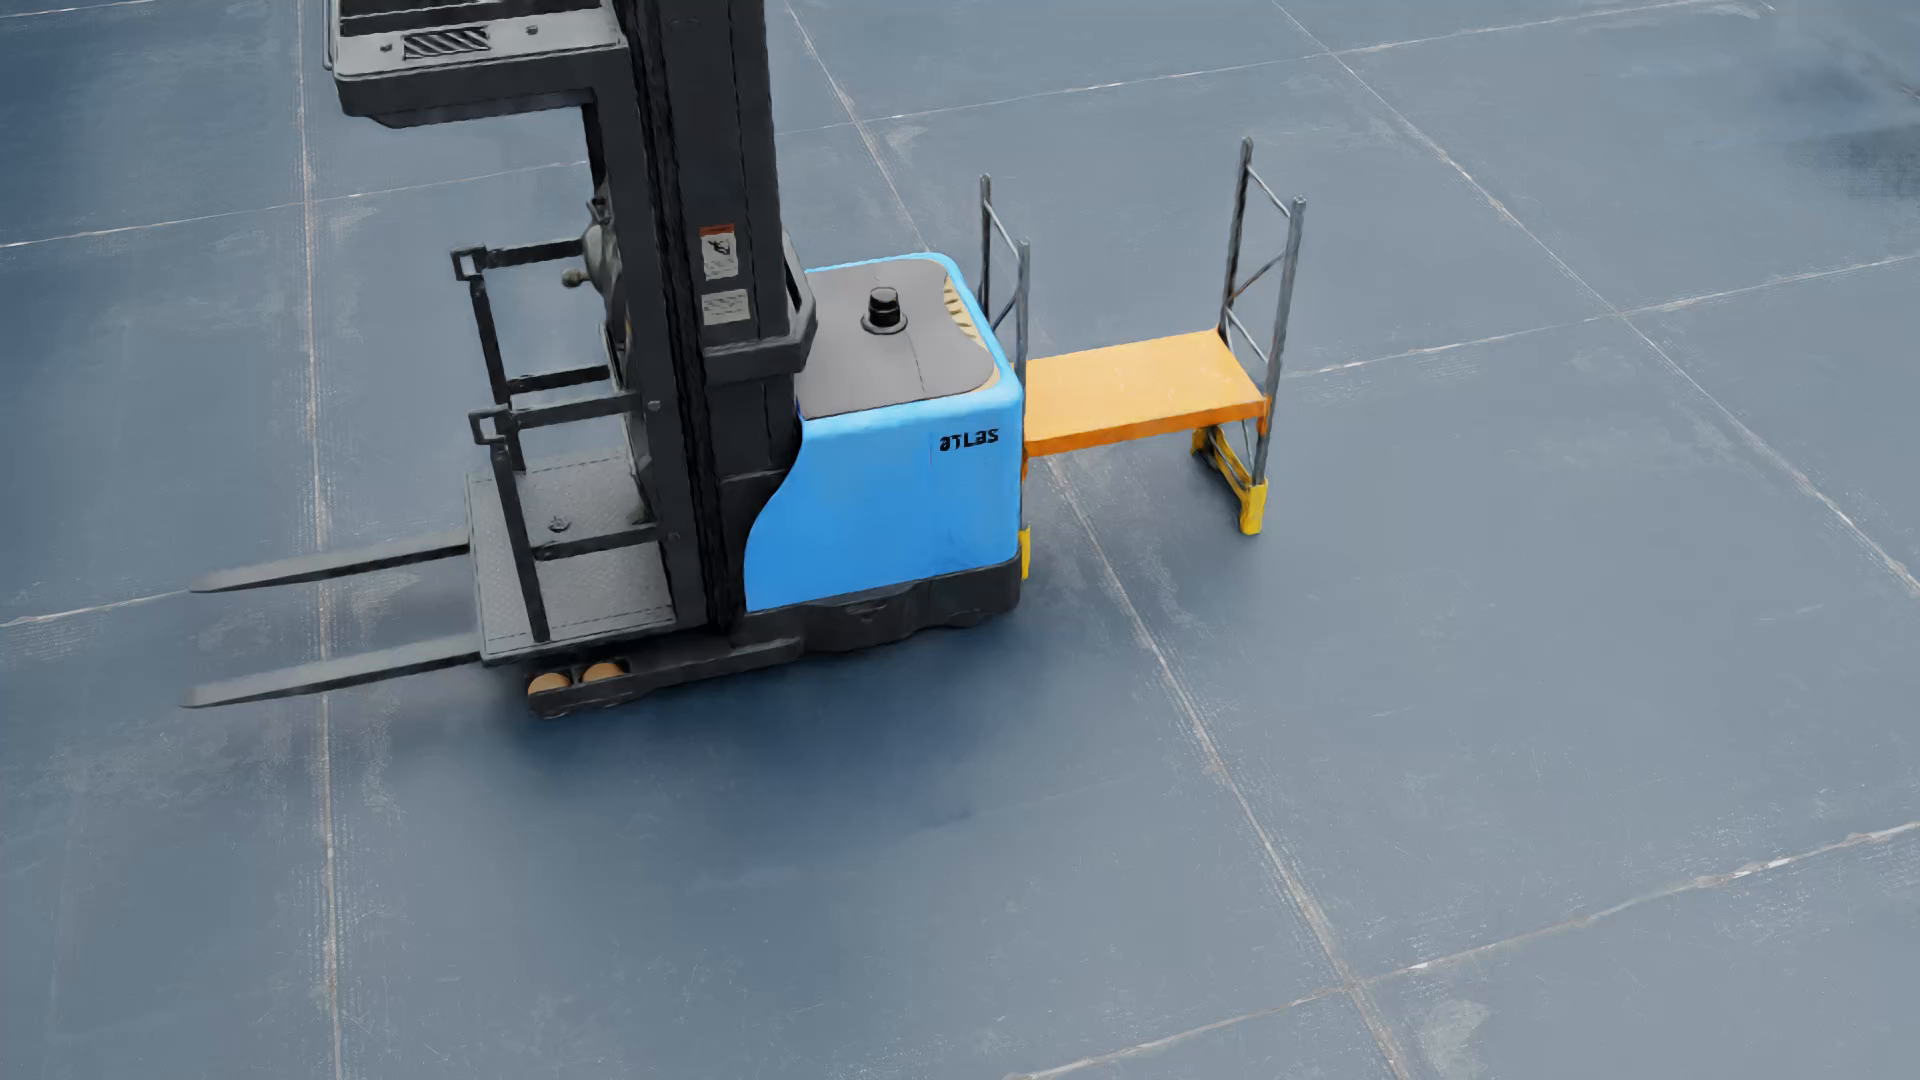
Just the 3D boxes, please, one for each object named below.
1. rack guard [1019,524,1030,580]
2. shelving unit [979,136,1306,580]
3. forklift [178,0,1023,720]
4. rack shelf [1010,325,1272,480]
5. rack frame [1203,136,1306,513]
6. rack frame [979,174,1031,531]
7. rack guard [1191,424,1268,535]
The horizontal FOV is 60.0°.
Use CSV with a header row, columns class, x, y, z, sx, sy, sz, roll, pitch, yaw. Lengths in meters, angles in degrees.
class,x,y,z,sx,sy,sz,roll,pitch,yaw
rack guard,0.156,-0.122,6.699,0.087,0.250,0.587,-11,42,-12
shelving unit,0.635,-0.684,6.393,1.083,1.500,0.587,-11,42,-12
forklift,-1.342,-0.848,5.493,3.031,2.935,1.130,-11,42,-12
rack shelf,0.643,-0.550,6.513,1.000,0.185,0.538,-11,42,-12
rack frame,1.132,-0.779,6.501,0.032,1.500,0.500,-11,42,-12
rack frame,0.155,-0.592,6.288,0.032,1.500,0.500,-11,42,-12
rack guard,1.113,-0.304,6.908,0.087,0.250,0.587,-11,42,-12
